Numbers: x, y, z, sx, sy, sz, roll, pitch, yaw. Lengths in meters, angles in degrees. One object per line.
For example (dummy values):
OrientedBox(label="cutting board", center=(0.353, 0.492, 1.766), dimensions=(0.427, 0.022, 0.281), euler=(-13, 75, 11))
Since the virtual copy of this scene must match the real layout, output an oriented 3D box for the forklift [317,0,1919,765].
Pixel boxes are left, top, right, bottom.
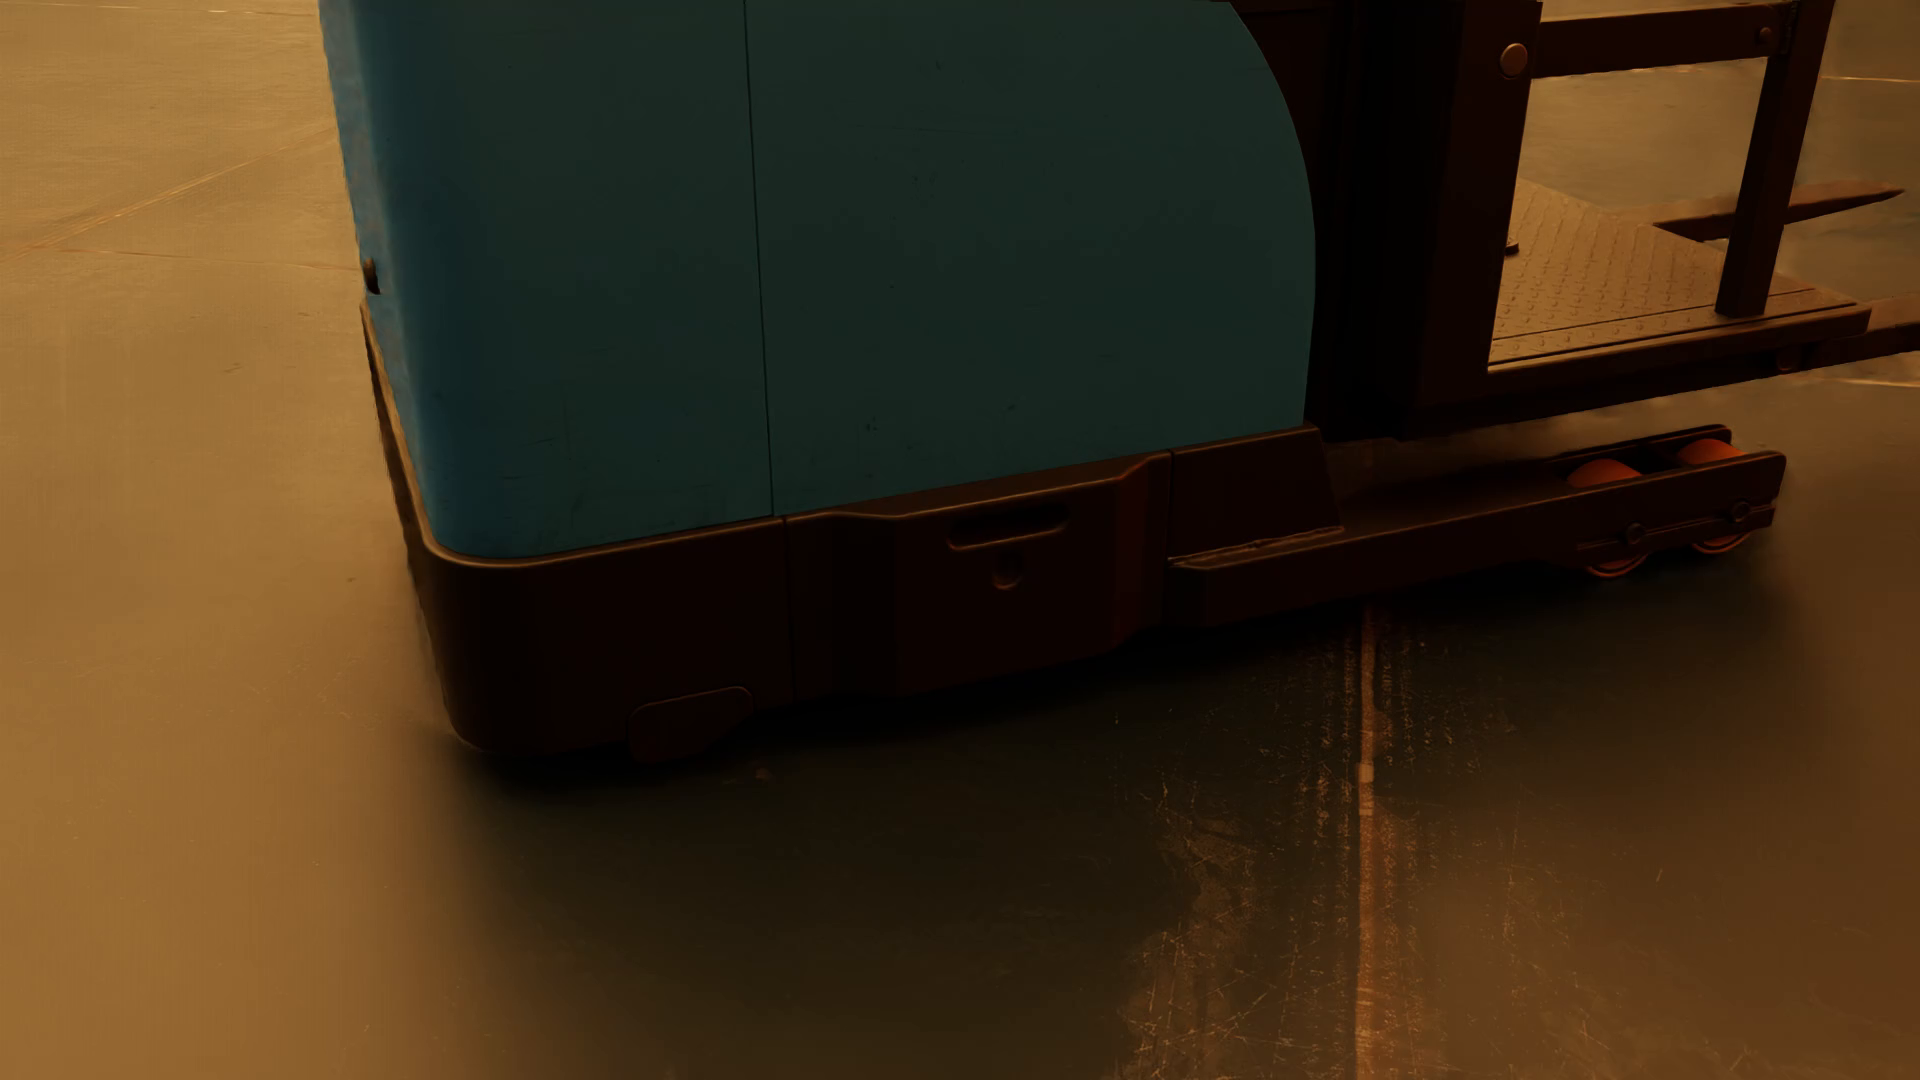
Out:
OrientedBox(label="forklift", center=(0.658, -1.464, 2.147), dimensions=(3.031, 2.935, 1.130), euler=(-10, 29, -20))
